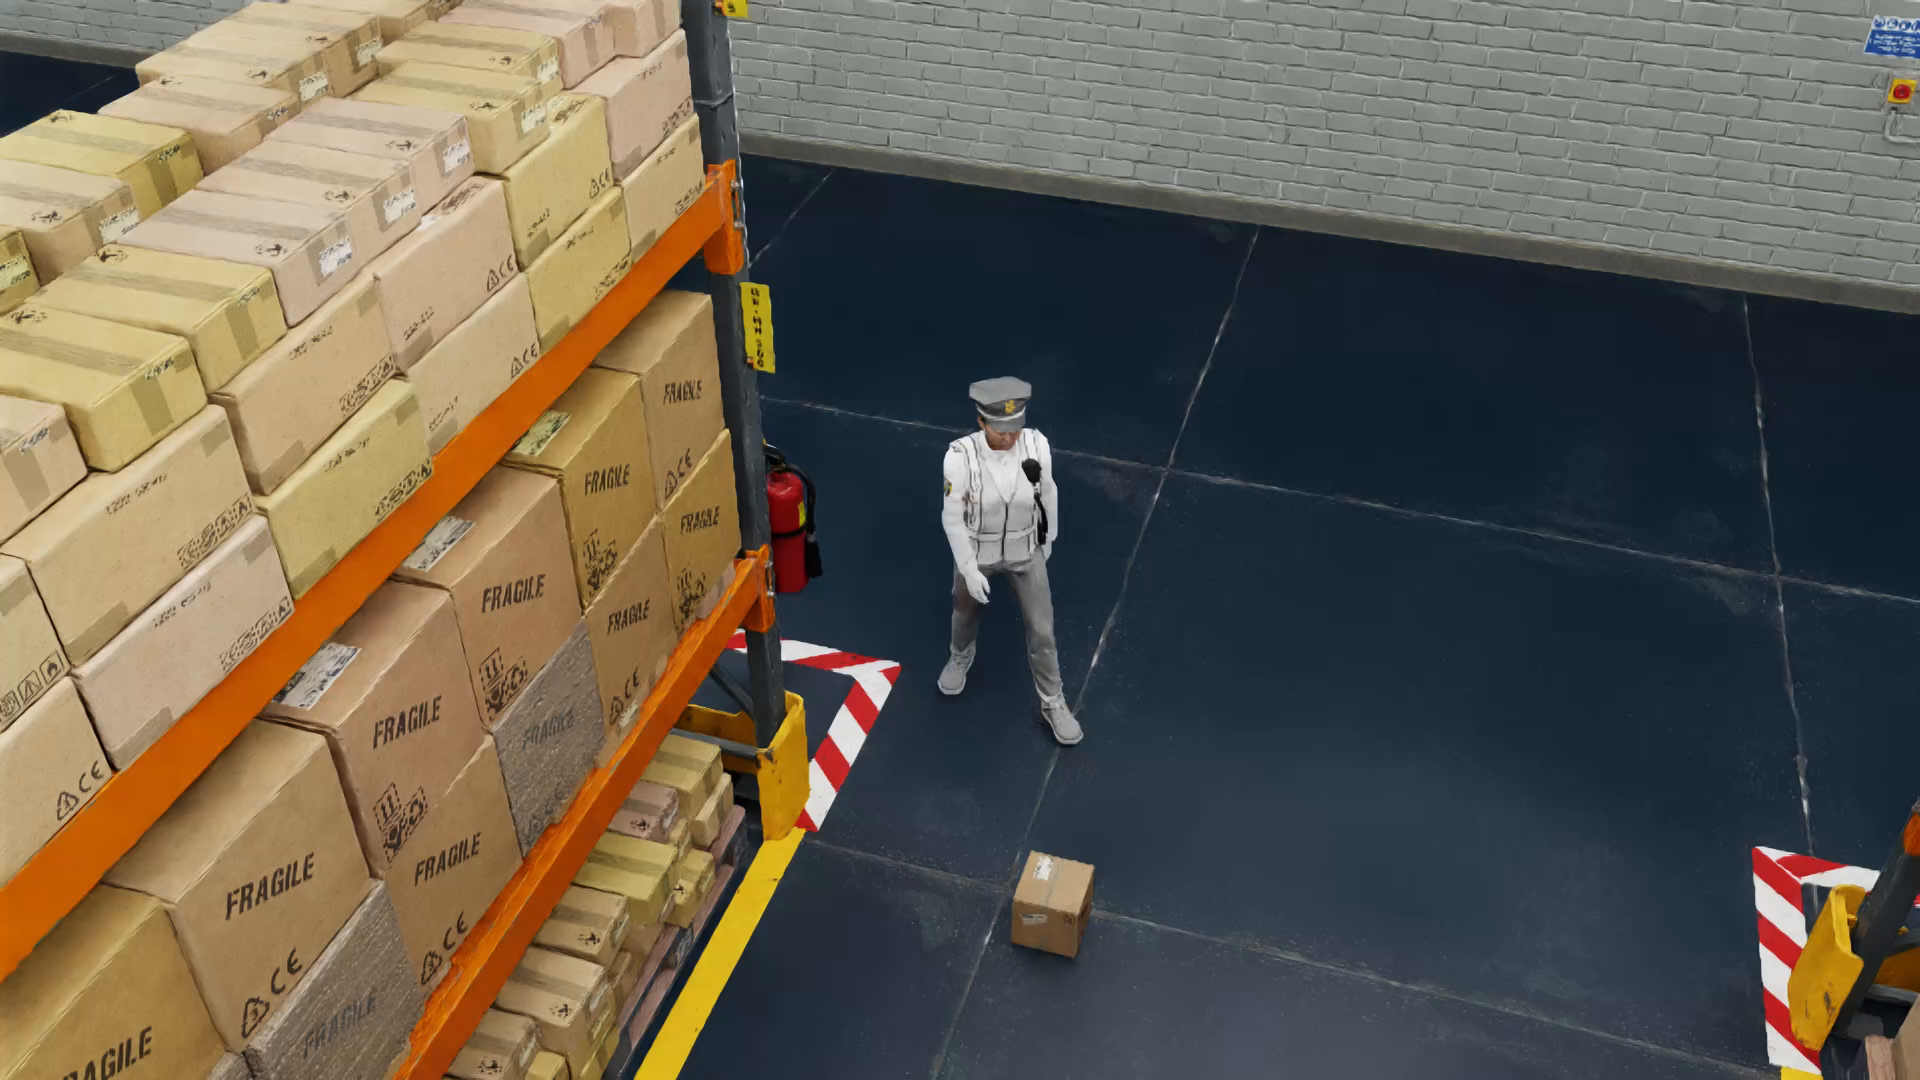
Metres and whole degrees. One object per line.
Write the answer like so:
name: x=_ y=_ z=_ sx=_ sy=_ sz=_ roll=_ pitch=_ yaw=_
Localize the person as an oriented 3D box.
person: x=0.204 y=0.057 z=6.795 sx=0.567 sy=1.642 sz=0.666 roll=-5 pitch=38 yaw=-7
